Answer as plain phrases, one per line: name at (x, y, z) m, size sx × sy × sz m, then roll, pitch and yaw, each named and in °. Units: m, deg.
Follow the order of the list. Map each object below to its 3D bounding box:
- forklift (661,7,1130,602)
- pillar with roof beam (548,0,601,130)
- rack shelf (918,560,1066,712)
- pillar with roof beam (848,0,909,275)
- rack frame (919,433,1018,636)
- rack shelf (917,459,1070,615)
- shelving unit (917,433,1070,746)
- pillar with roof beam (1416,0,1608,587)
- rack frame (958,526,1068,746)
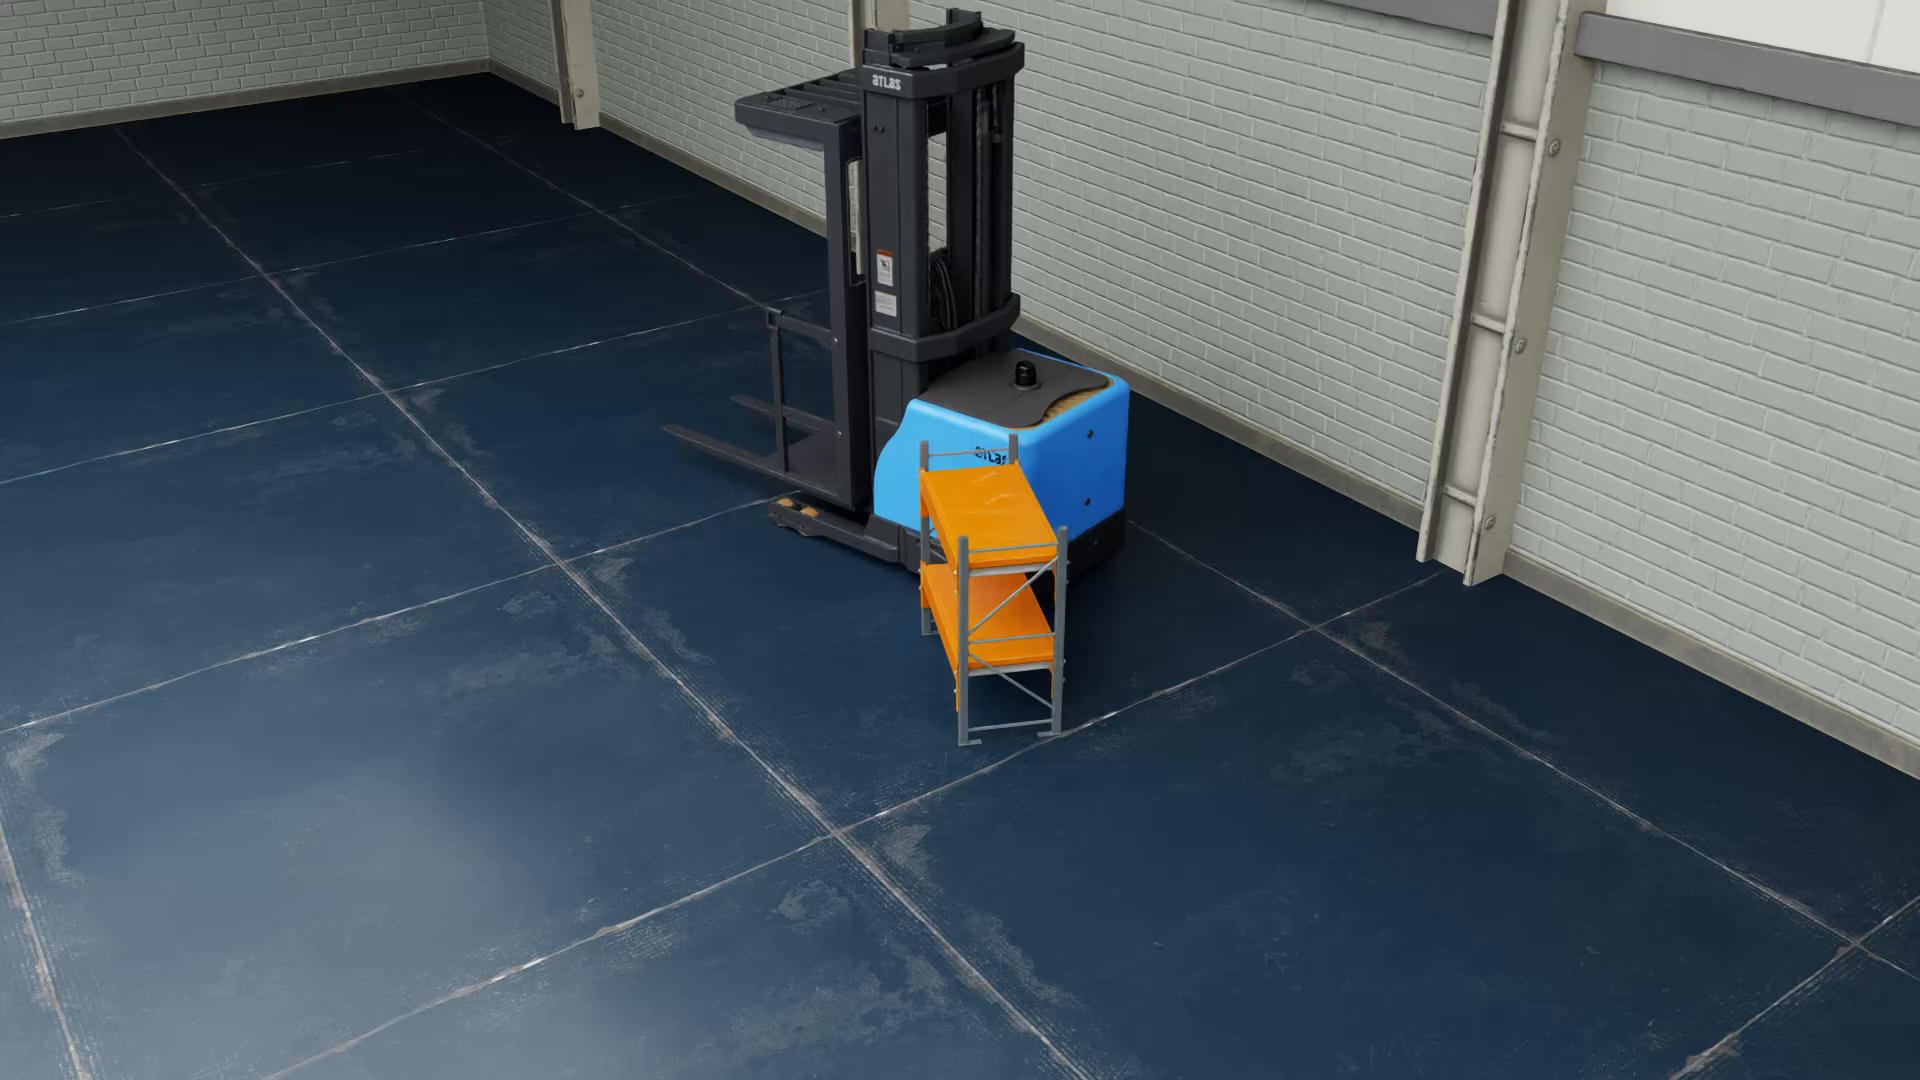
forklift at (-0.518, -1.486, 9.414) m, size 3.031 × 2.935 × 1.130 m, roll 21°, pitch 35°, yaw 33°
pillar with roof beam at (-7.614, -7.286, 13.736) m, size 9.100 × 9.000 × 0.400 m, roll -19°, pitch 34°, yaw -31°
rack shelf at (0.142, 0.437, 8.279) m, size 0.538 × 0.278 × 1.000 m, roll -5°, pitch 29°, yaw -10°
pillar with roof beam at (-4.134, -4.953, 9.441) m, size 9.100 × 9.000 × 0.400 m, roll -19°, pitch 34°, yaw -31°
rack frame at (0.045, -0.016, 8.601) m, size 0.500 × 1.125 × 0.032 m, roll -5°, pitch 29°, yaw -10°
rack shelf at (0.142, -0.035, 8.022) m, size 0.538 × 0.278 × 1.000 m, roll -5°, pitch 29°, yaw -10°
shelving unit at (0.142, 0.222, 8.162) m, size 0.538 × 1.125 × 1.048 m, roll -5°, pitch 29°, yaw -10°
pillar with roof beam at (-0.654, -2.621, 5.146) m, size 9.100 × 9.000 × 0.400 m, roll -19°, pitch 34°, yaw -31°
rack frame at (0.239, 0.460, 7.724) m, size 0.500 × 1.125 × 0.032 m, roll -5°, pitch 29°, yaw -10°
